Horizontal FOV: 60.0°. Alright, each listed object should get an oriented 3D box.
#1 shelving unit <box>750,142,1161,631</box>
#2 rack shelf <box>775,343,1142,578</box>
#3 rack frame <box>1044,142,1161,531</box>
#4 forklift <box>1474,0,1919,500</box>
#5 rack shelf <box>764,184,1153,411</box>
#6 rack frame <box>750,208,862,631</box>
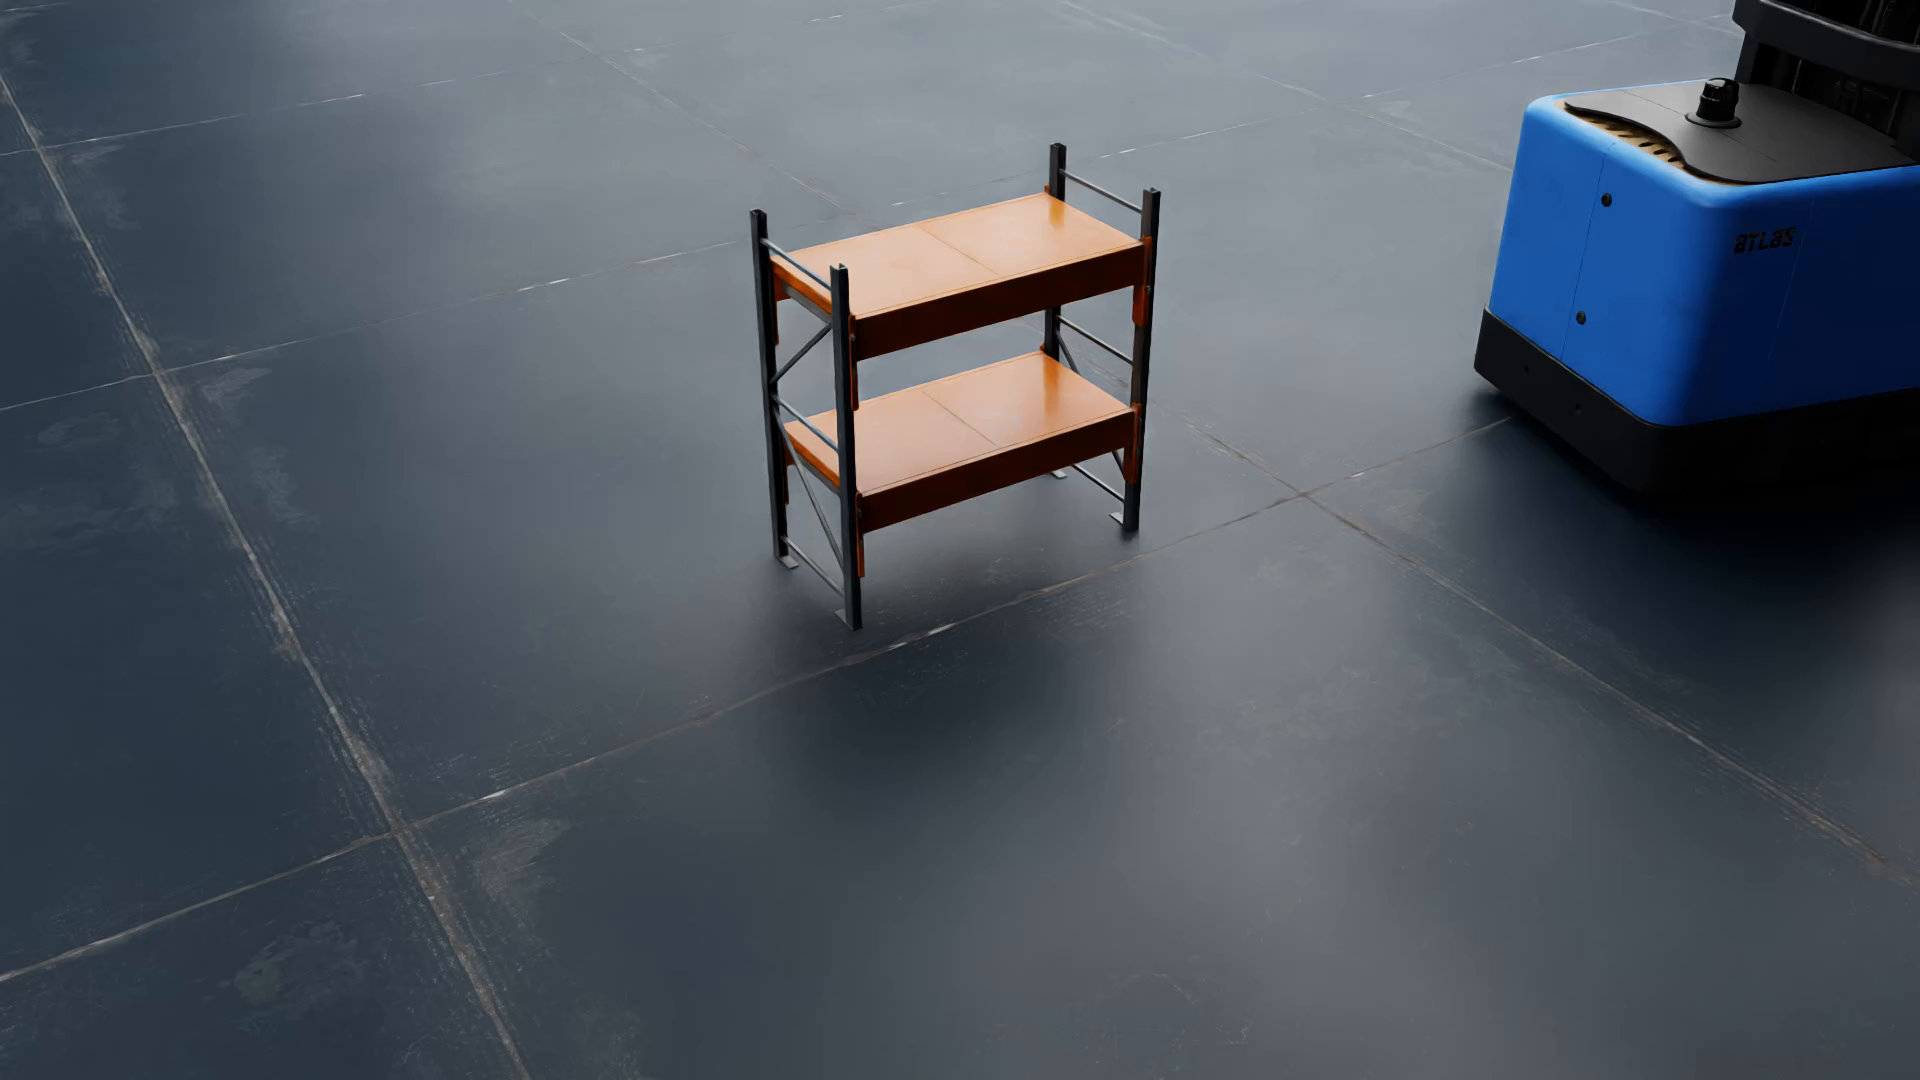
[{"bbox_3d":[-0.006,-0.474,4.947,1.048,1.125,0.538,-19,37,-27],"label":"shelving unit"},{"bbox_3d":[-0.006,-0.267,5.077,1.000,0.278,0.538,-19,37,-27],"label":"rack shelf"},{"bbox_3d":[0.422,-0.621,5.180,0.032,1.125,0.500,-19,37,-27],"label":"rack frame"},{"bbox_3d":[3.465,-1.818,5.384,3.031,2.935,1.130,-9,33,-15],"label":"forklift"},{"bbox_3d":[-0.006,-0.721,4.791,1.000,0.278,0.538,-19,37,-27],"label":"rack shelf"},{"bbox_3d":[-0.433,-0.327,4.714,0.032,1.125,0.500,-19,37,-27],"label":"rack frame"}]
